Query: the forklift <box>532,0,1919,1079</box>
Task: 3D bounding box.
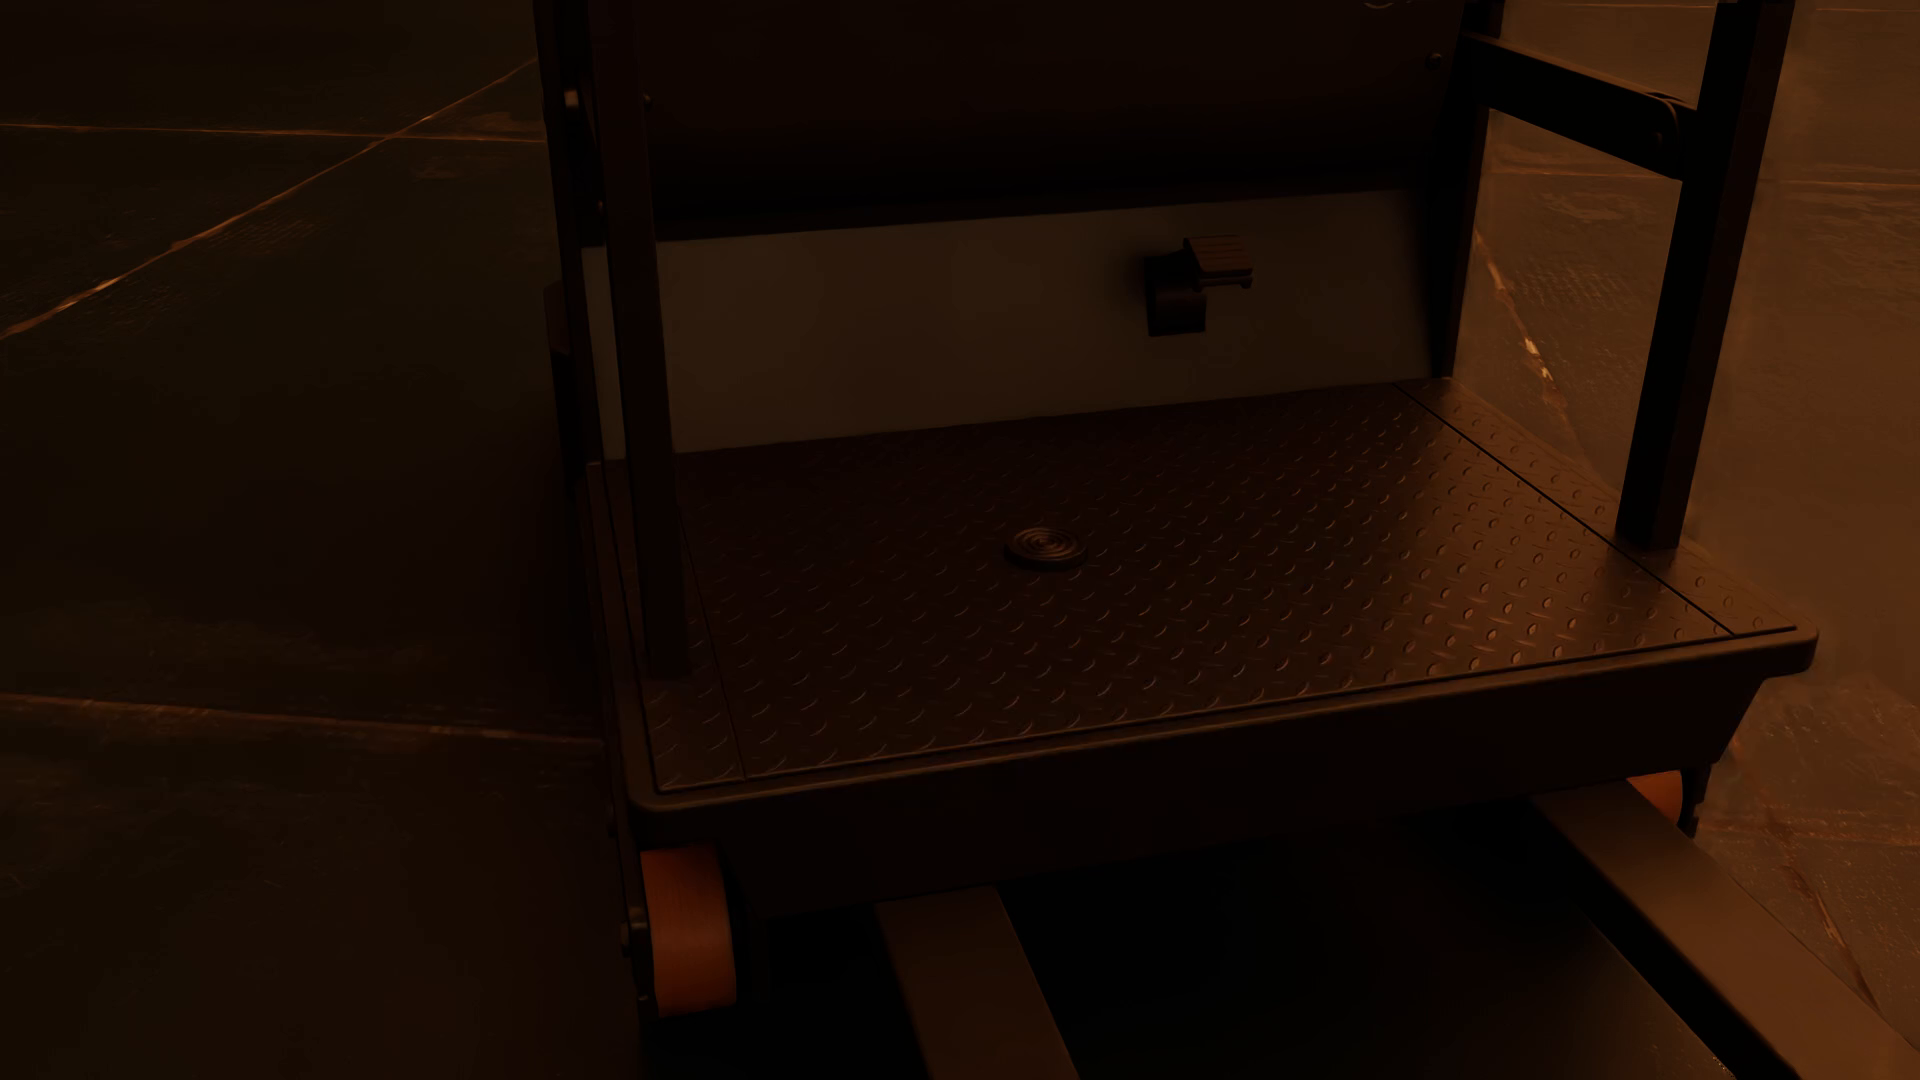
[{"bbox_3d":[0.153,-1.049,1.319,1.130,2.935,3.031,-7,27,-13],"label":"forklift"}]
